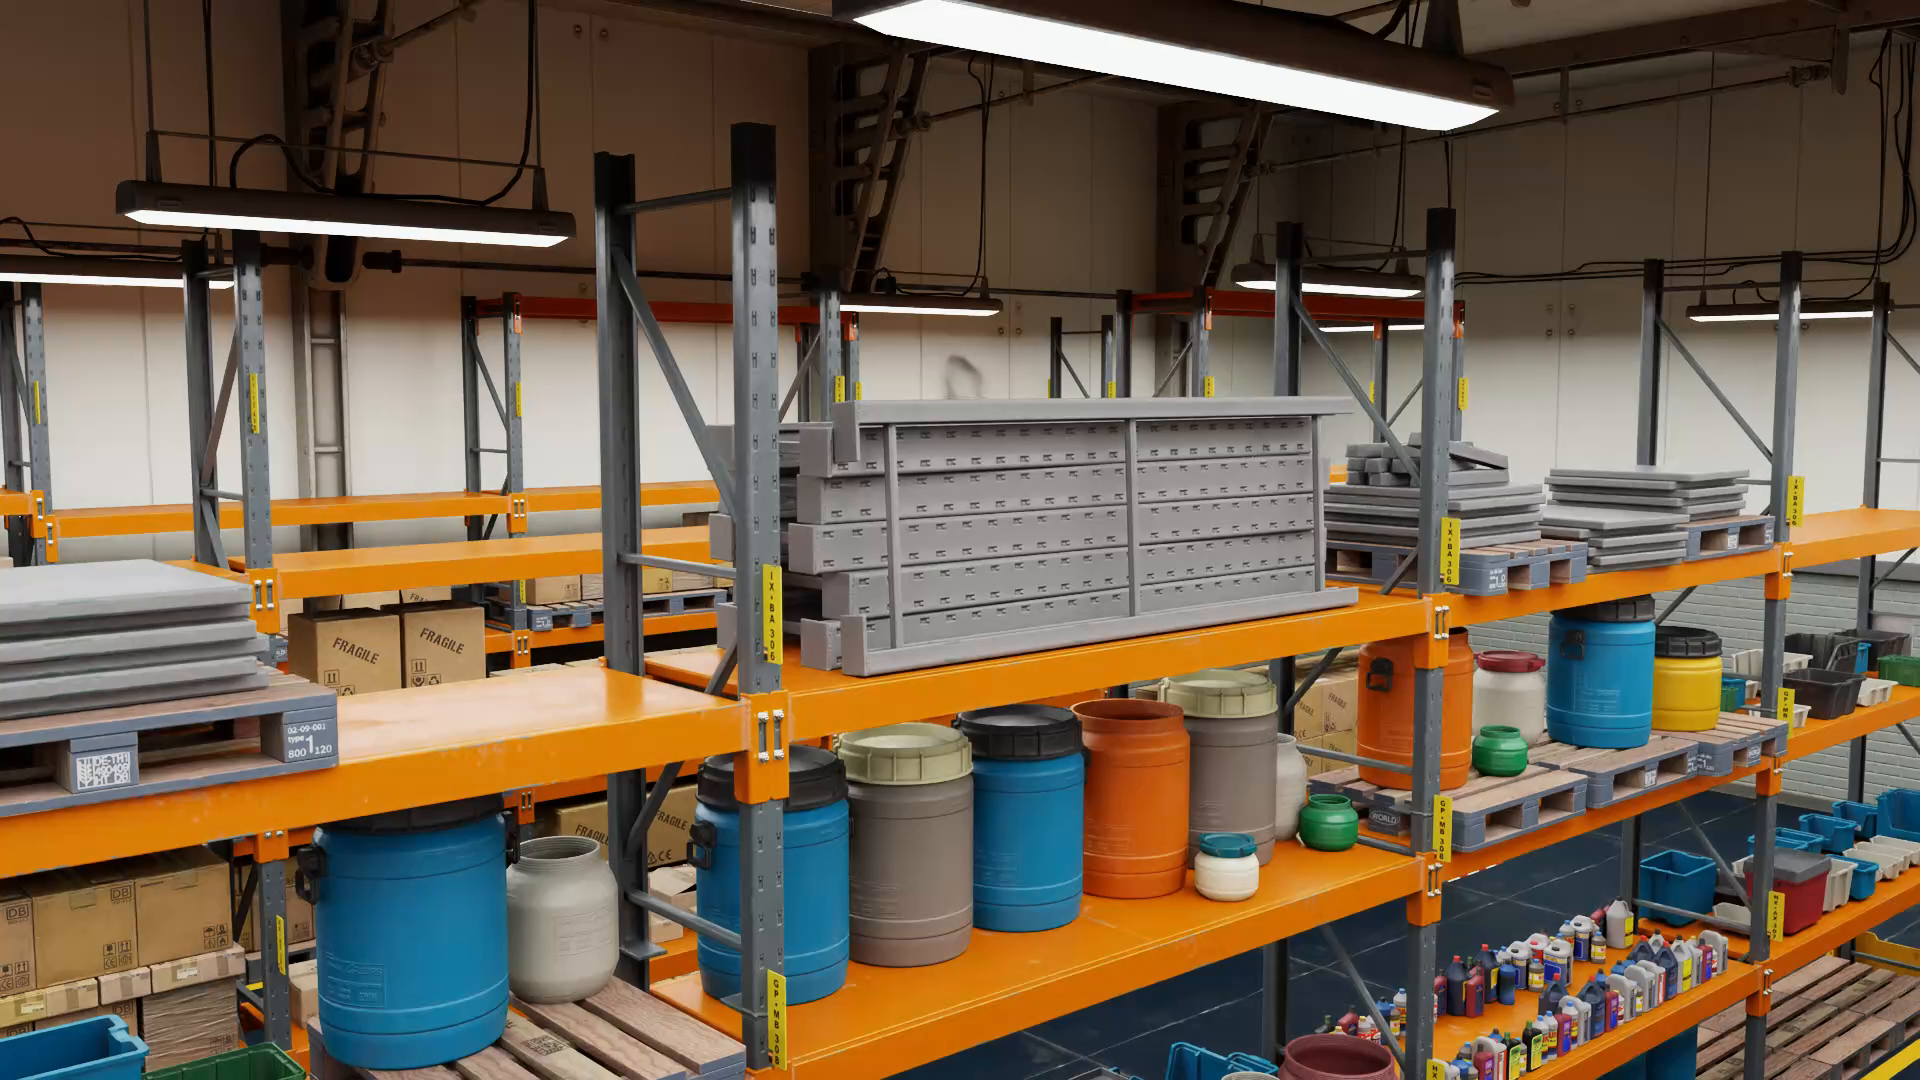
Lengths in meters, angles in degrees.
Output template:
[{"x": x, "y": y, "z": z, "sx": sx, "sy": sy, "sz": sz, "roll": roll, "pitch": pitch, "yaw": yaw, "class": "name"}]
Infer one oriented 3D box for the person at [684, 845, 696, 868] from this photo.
[{"x": -2.093, "y": 2.985, "z": 14.149, "sx": 0.649, "sy": 1.671, "sz": 0.549, "roll": -4, "pitch": 7, "yaw": -39, "class": "person"}]
